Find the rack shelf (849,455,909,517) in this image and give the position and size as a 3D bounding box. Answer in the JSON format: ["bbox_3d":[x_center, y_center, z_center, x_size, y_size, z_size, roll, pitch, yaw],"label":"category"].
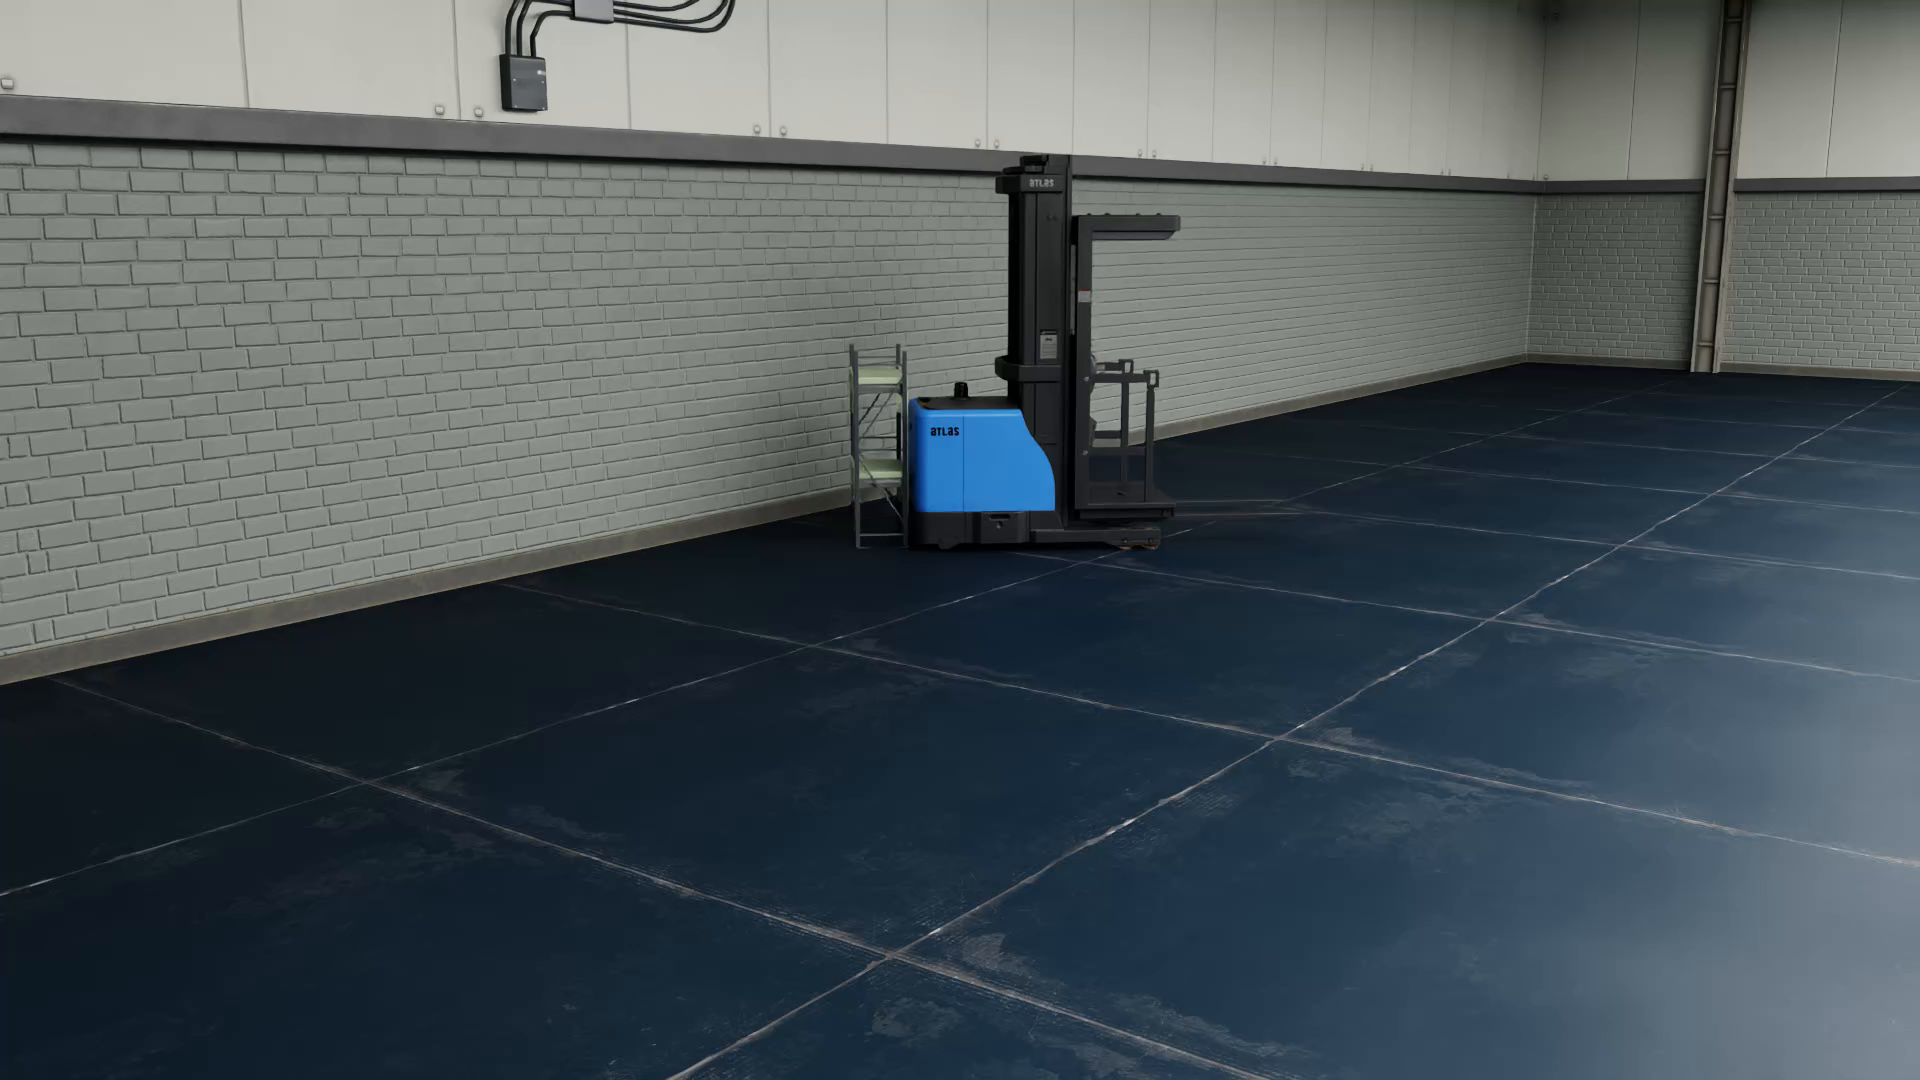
[{"bbox_3d":[-0.636,-0.425,12.994,0.431,0.370,0.720,-1,11,-6],"label":"rack shelf"}]

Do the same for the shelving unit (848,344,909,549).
[{"bbox_3d":[-0.636,-0.745,12.932,0.431,1.500,0.755,-1,11,-6],"label":"shelving unit"}]

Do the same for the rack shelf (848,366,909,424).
[{"bbox_3d":[-0.636,-1.128,12.858,0.431,0.370,0.720,-1,11,-6],"label":"rack shelf"}]

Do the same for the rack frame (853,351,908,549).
[{"bbox_3d":[-0.598,-0.676,12.574,0.400,1.500,0.023,-1,11,-6],"label":"rack frame"}]

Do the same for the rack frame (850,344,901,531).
[{"bbox_3d":[-0.673,-0.814,13.289,0.400,1.500,0.023,-1,11,-6],"label":"rack frame"}]

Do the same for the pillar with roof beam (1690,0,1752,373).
[{"bbox_3d":[9.707,-6.530,23.092,0.400,9.000,9.100,8,13,36],"label":"pillar with roof beam"}]

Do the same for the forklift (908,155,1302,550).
[{"bbox_3d":[1.119,-1.462,12.870,3.031,2.935,1.130,-1,11,-5],"label":"forklift"}]

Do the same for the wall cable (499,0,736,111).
[{"bbox_3d":[-2.349,-6.022,11.511,0.169,6.003,2.305,8,13,36],"label":"wall cable"}]
